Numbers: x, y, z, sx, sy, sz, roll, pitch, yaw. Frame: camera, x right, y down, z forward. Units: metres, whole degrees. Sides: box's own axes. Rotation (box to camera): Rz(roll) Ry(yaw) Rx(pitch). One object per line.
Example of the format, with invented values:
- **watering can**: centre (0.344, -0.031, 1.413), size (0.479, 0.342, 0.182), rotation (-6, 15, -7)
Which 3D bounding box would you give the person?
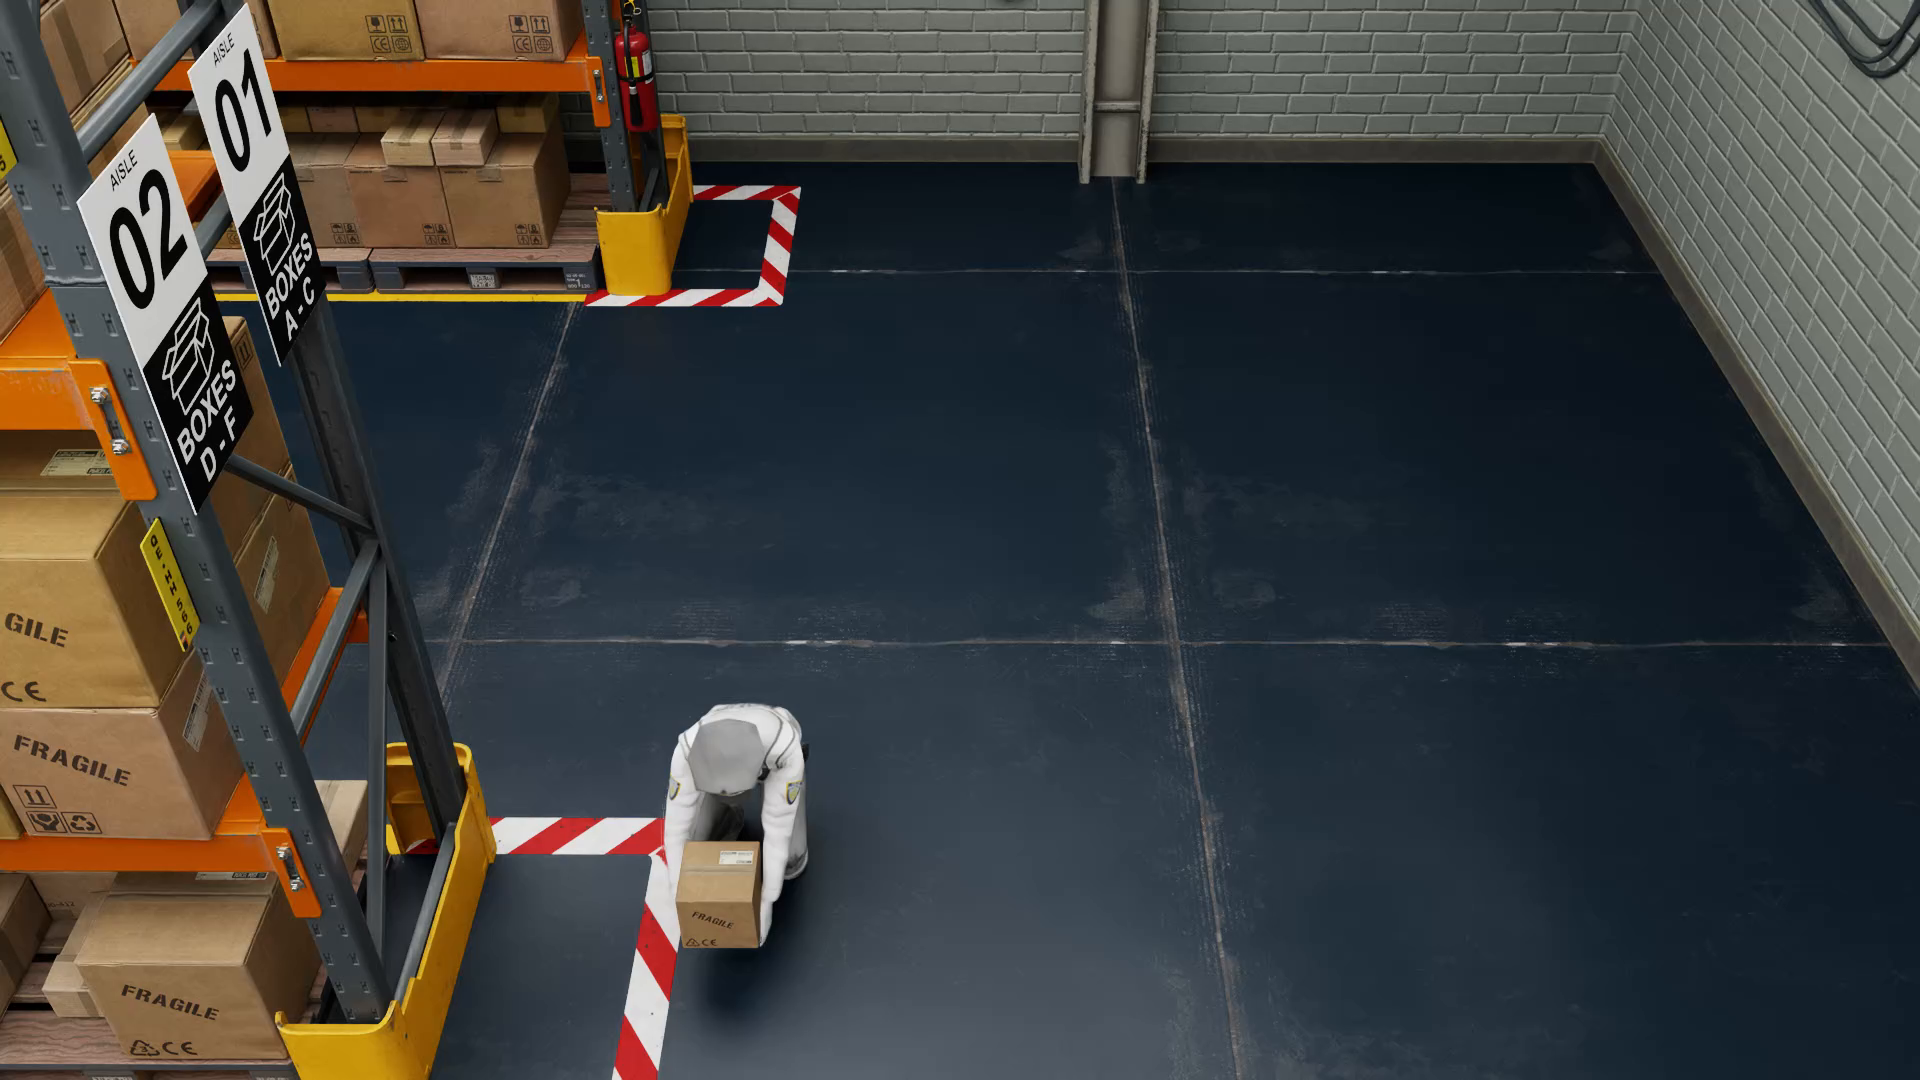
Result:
- **person**: centre (-0.751, 0.858, 5.681), size (0.471, 0.972, 0.848), rotation (4, 40, 4)
